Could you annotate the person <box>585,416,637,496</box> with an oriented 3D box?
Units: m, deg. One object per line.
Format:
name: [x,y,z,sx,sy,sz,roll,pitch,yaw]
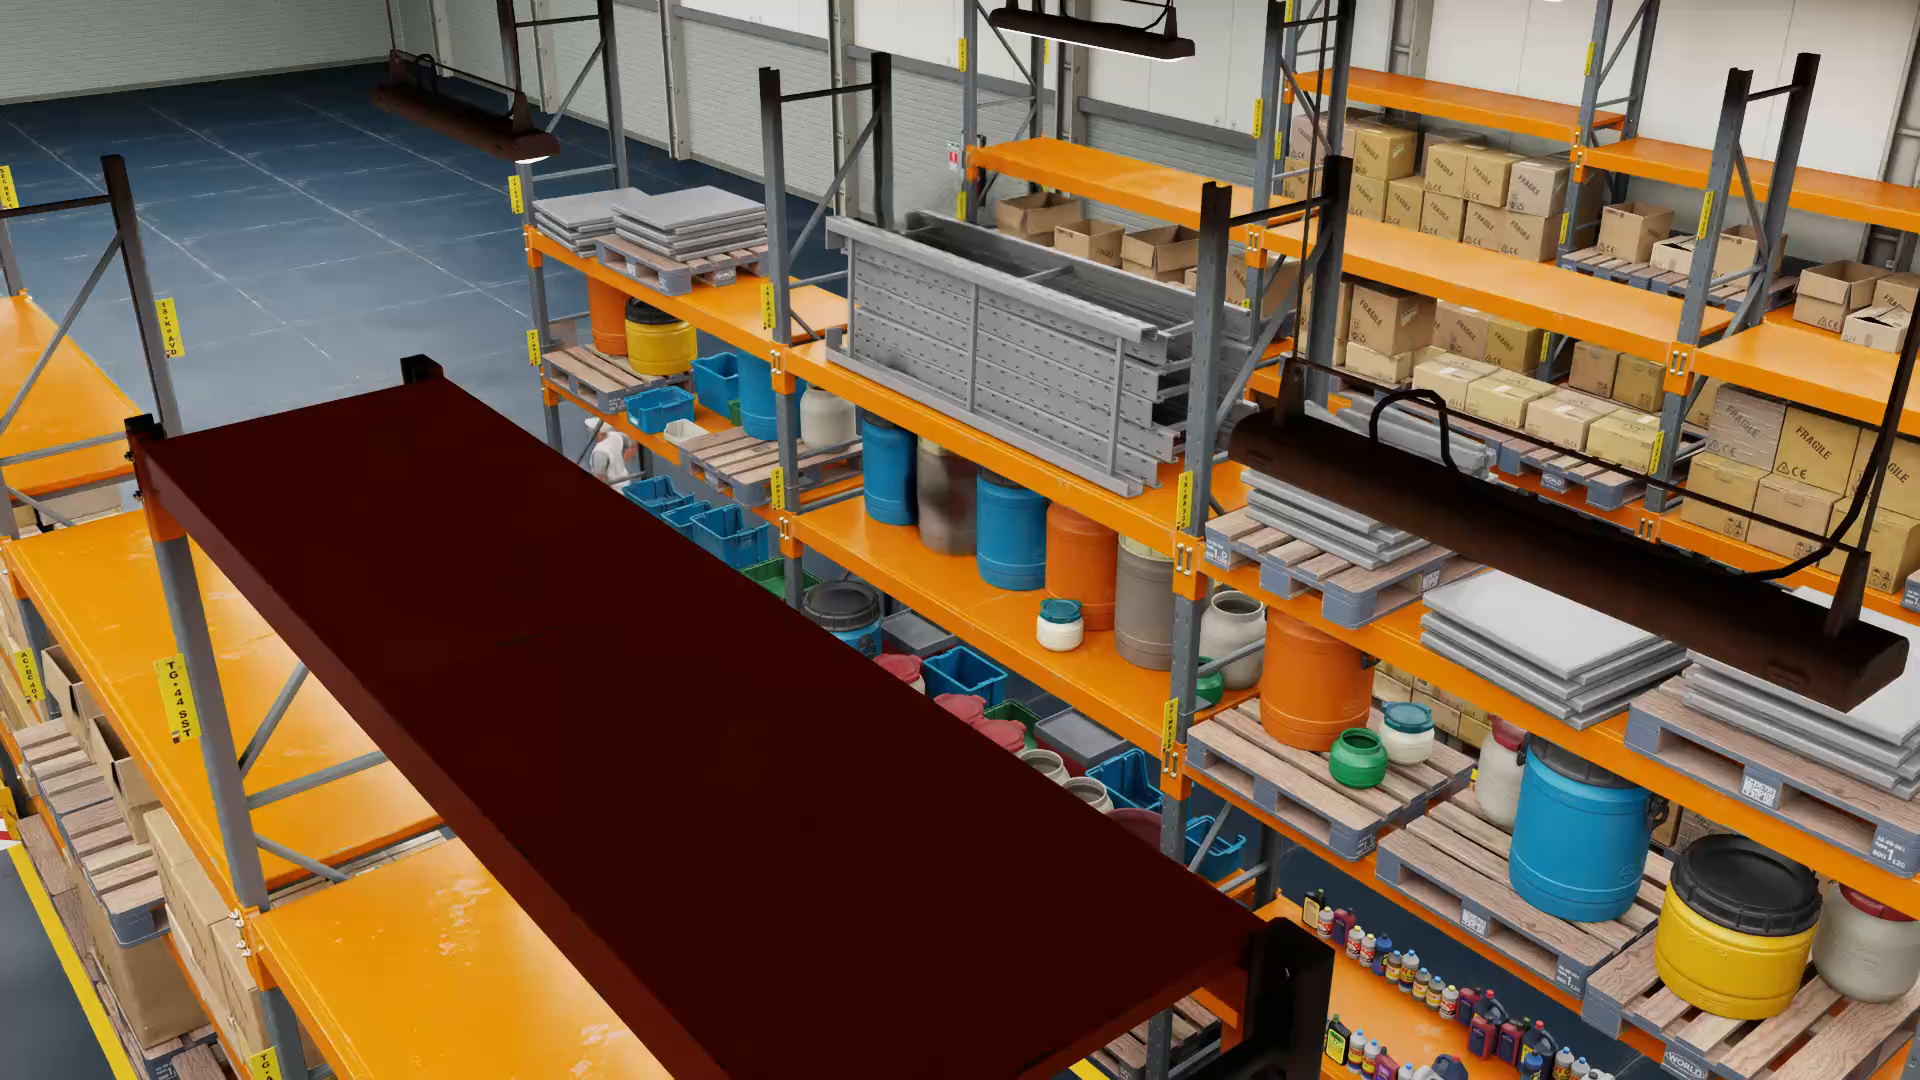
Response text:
person: [-3.679,-0.531,17.370,0.550,1.736,0.701,2,26,4]
